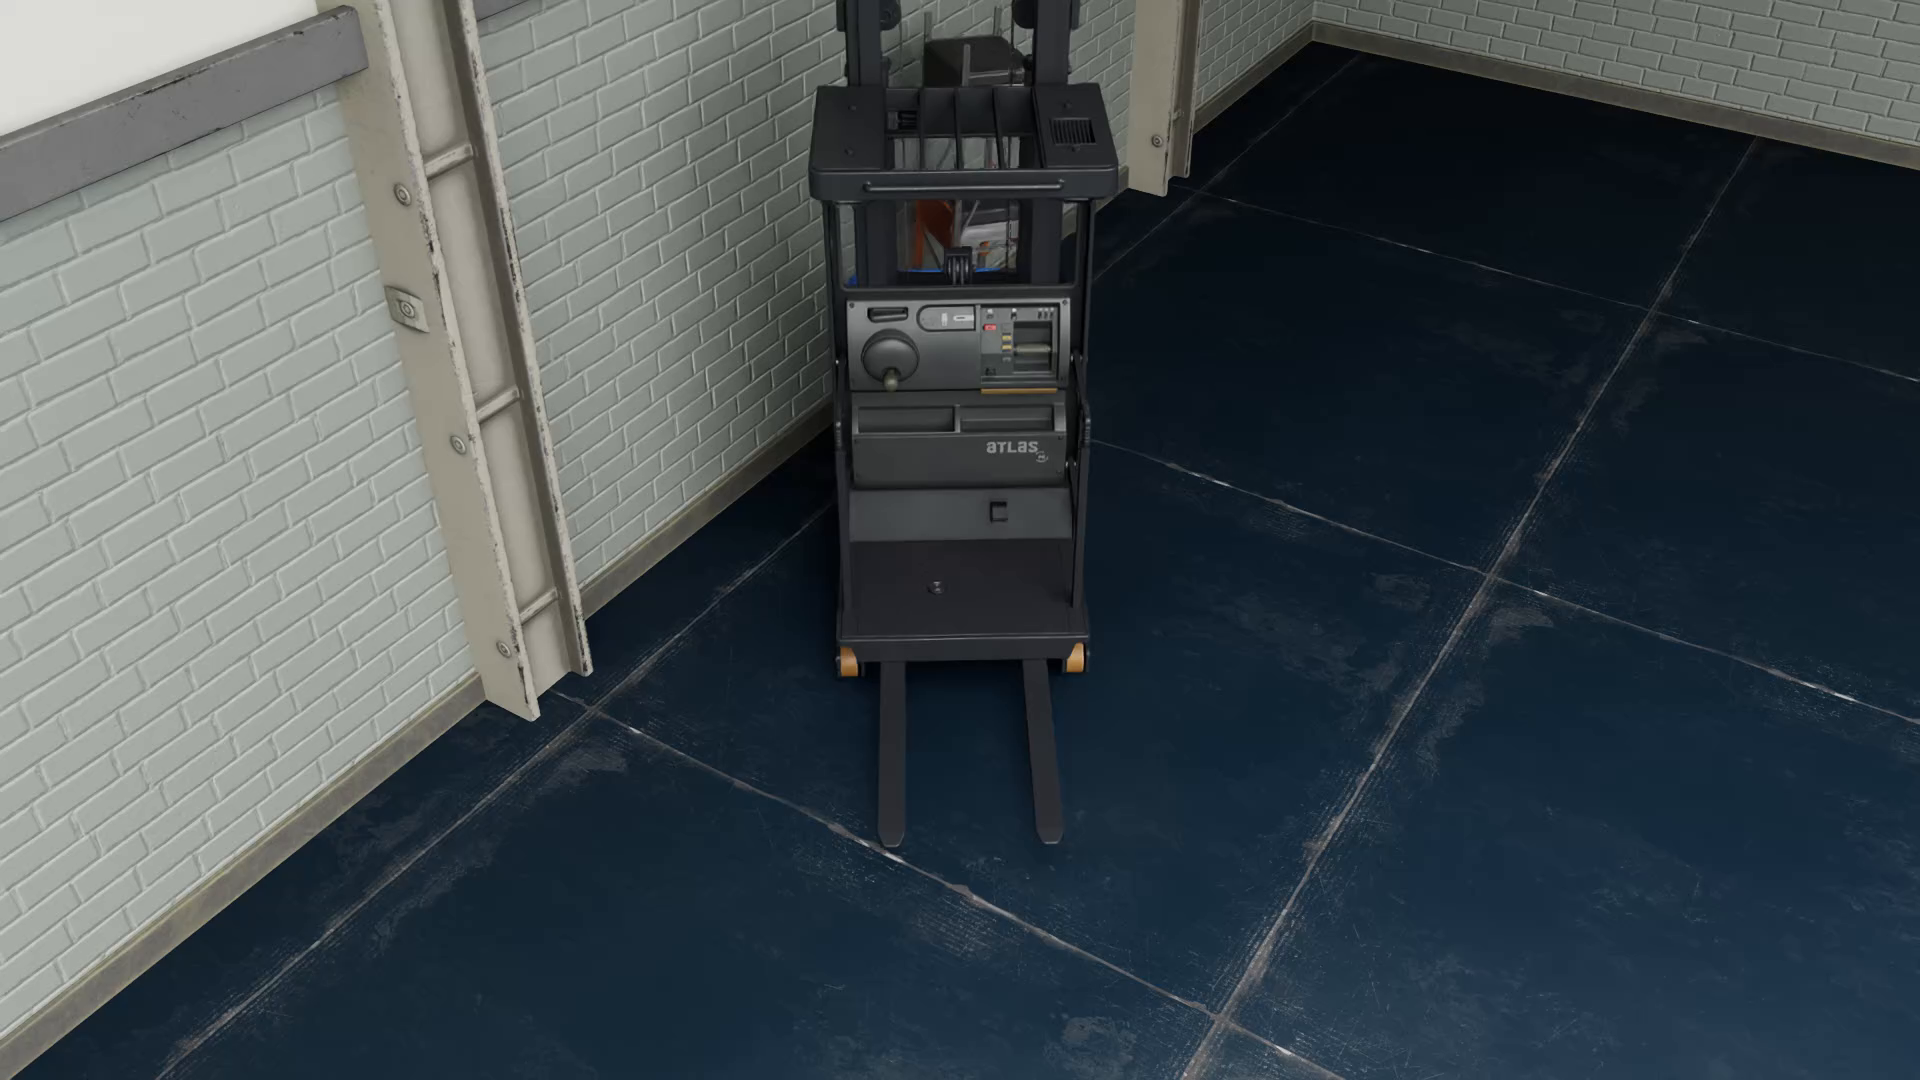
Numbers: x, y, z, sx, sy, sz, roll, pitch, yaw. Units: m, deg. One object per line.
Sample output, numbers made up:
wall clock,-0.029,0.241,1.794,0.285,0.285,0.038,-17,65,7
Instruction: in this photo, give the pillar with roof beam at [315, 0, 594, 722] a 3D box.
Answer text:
pillar with roof beam,1.765,-1.523,2.794,9.100,9.000,0.400,21,42,25

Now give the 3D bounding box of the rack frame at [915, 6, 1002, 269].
rack frame,-0.036,-1.722,8.681,0.400,2.100,0.015,-11,38,-19

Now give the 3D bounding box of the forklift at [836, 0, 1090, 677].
forklift,0.003,-0.750,6.762,1.130,2.935,3.031,-1,38,-1

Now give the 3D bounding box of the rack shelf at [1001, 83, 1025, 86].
rack shelf,0.096,-2.229,8.046,0.332,0.100,0.442,-11,38,-19

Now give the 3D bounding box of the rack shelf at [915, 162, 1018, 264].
rack shelf,0.055,-1.576,8.507,0.431,0.518,0.480,-11,38,-19

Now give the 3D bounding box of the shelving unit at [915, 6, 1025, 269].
shelving unit,0.054,-1.590,8.504,0.431,2.100,0.492,-11,38,-19
